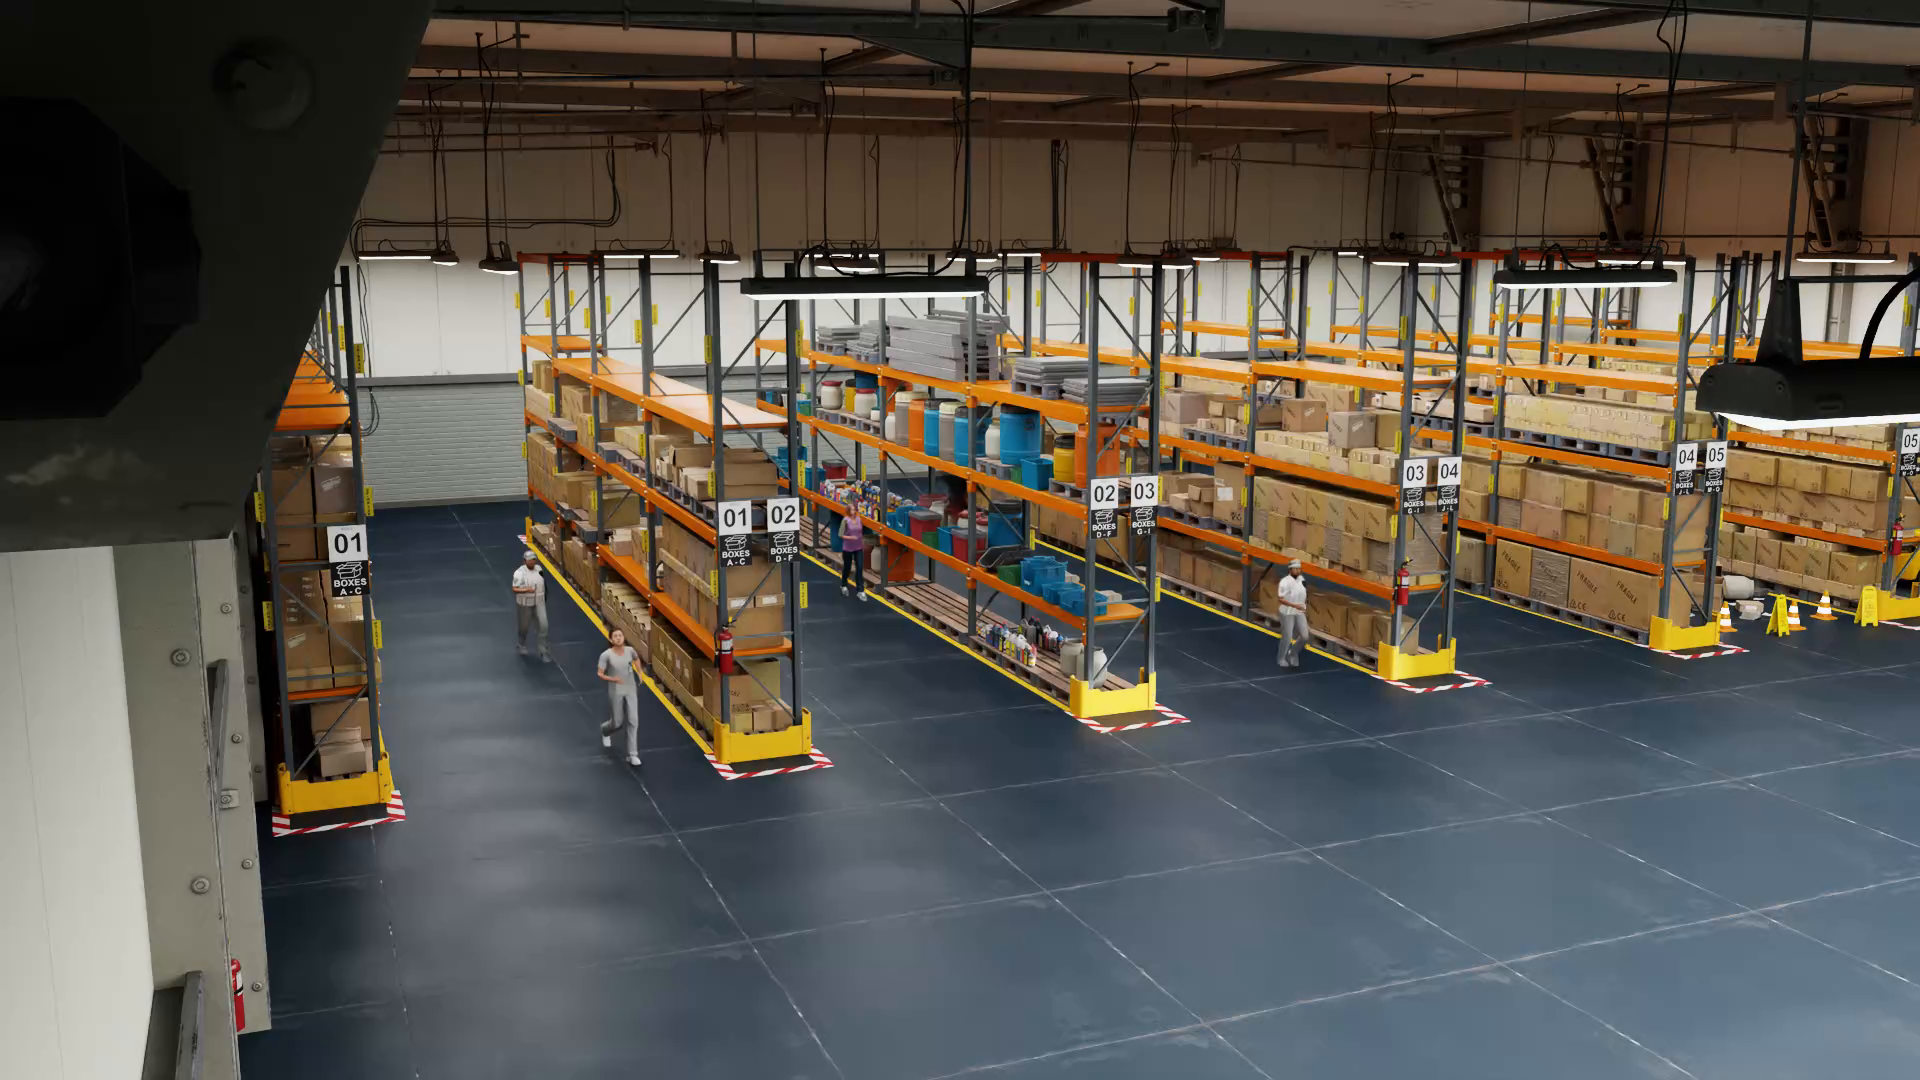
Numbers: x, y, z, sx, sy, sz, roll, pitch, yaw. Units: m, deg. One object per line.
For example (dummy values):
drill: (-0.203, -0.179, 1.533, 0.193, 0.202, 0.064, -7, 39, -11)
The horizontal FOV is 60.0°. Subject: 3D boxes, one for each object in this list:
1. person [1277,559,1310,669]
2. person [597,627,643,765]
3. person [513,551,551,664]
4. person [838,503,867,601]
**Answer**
person: (4.930, 1.092, 24.438, 0.595, 1.677, 0.646, -4, 11, -23)
person: (-4.102, 1.871, 20.283, 0.584, 1.610, 0.929, -5, 12, -27)
person: (-6.467, 0.993, 25.027, 0.550, 1.715, 0.821, -7, 12, -32)
person: (-1.799, 0.179, 27.891, 0.537, 1.614, 0.810, -6, 12, -28)
